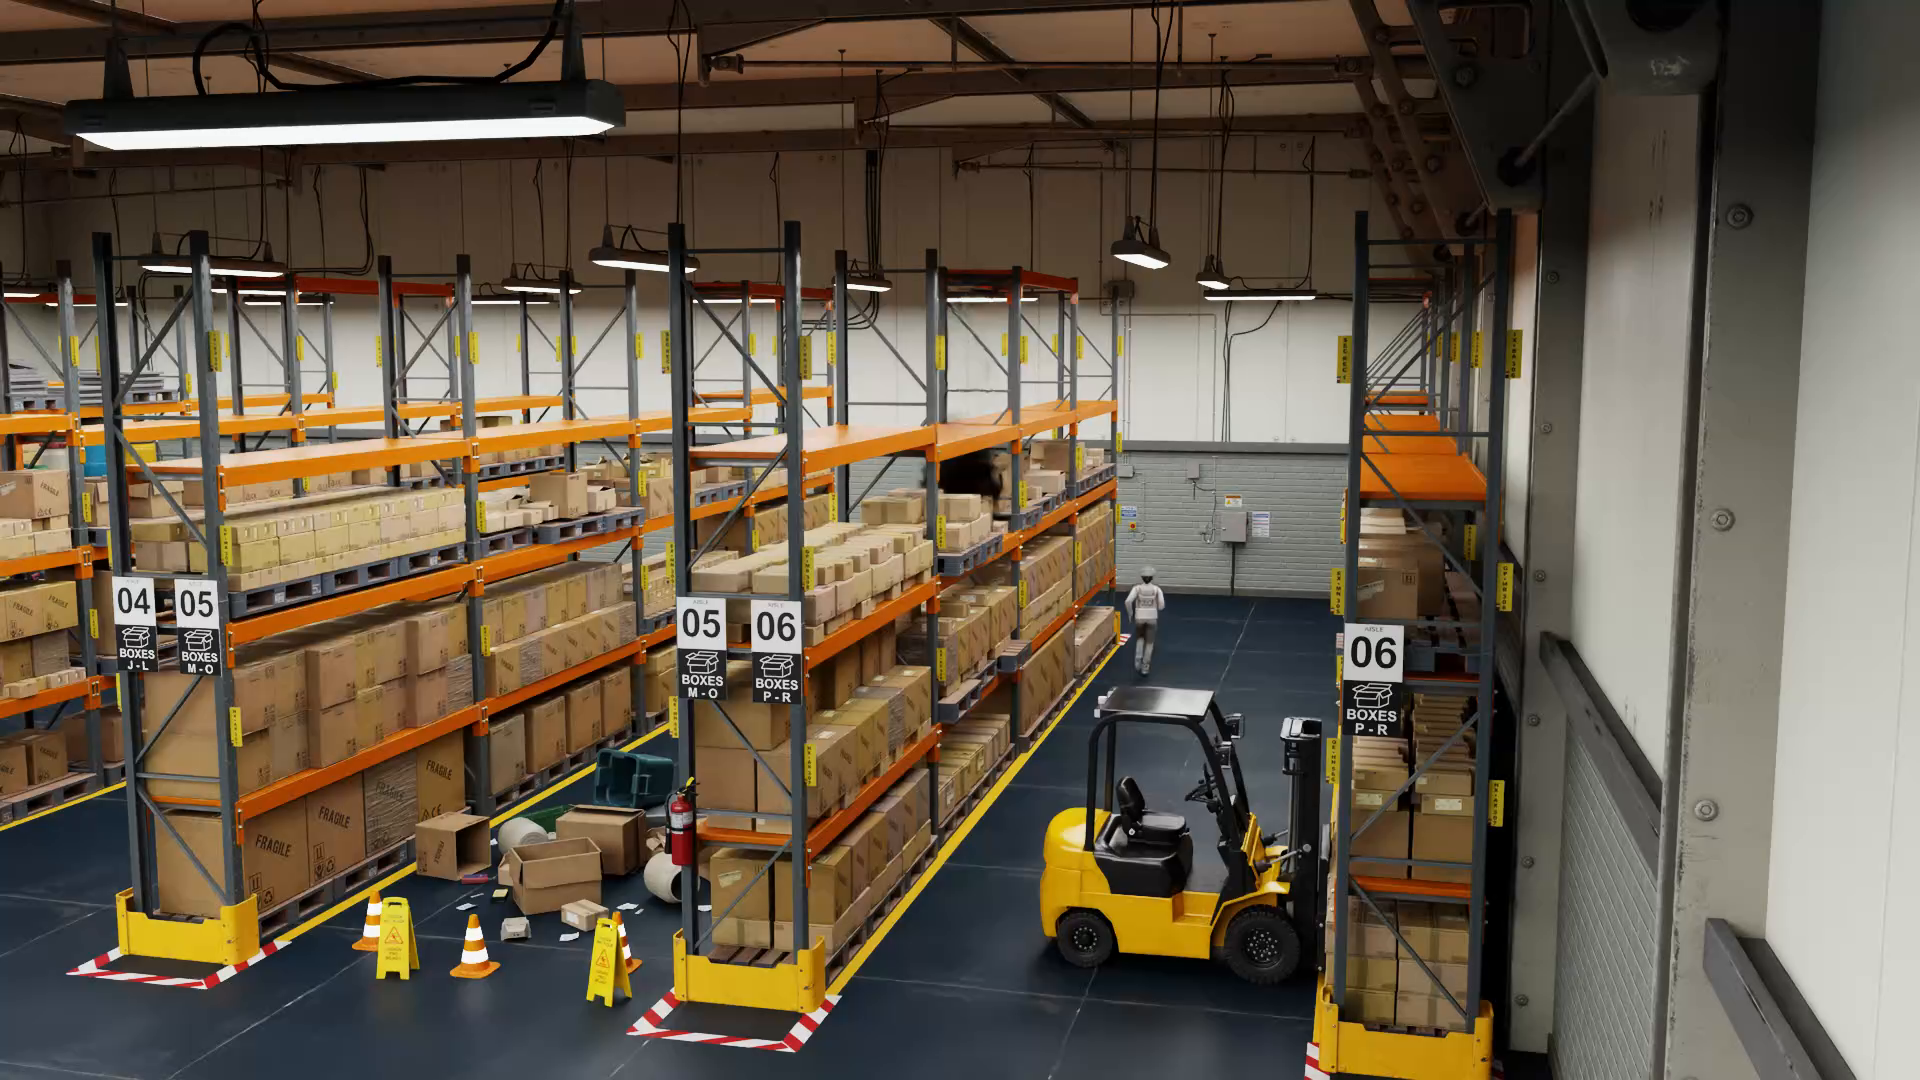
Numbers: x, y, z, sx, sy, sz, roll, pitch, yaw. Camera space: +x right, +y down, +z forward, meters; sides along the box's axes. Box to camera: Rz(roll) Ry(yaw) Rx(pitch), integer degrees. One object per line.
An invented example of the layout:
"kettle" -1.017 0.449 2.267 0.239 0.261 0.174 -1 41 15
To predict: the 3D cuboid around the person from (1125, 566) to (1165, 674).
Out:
"person" 2.853 1.217 25.583 0.584 1.658 0.597 2 7 12
